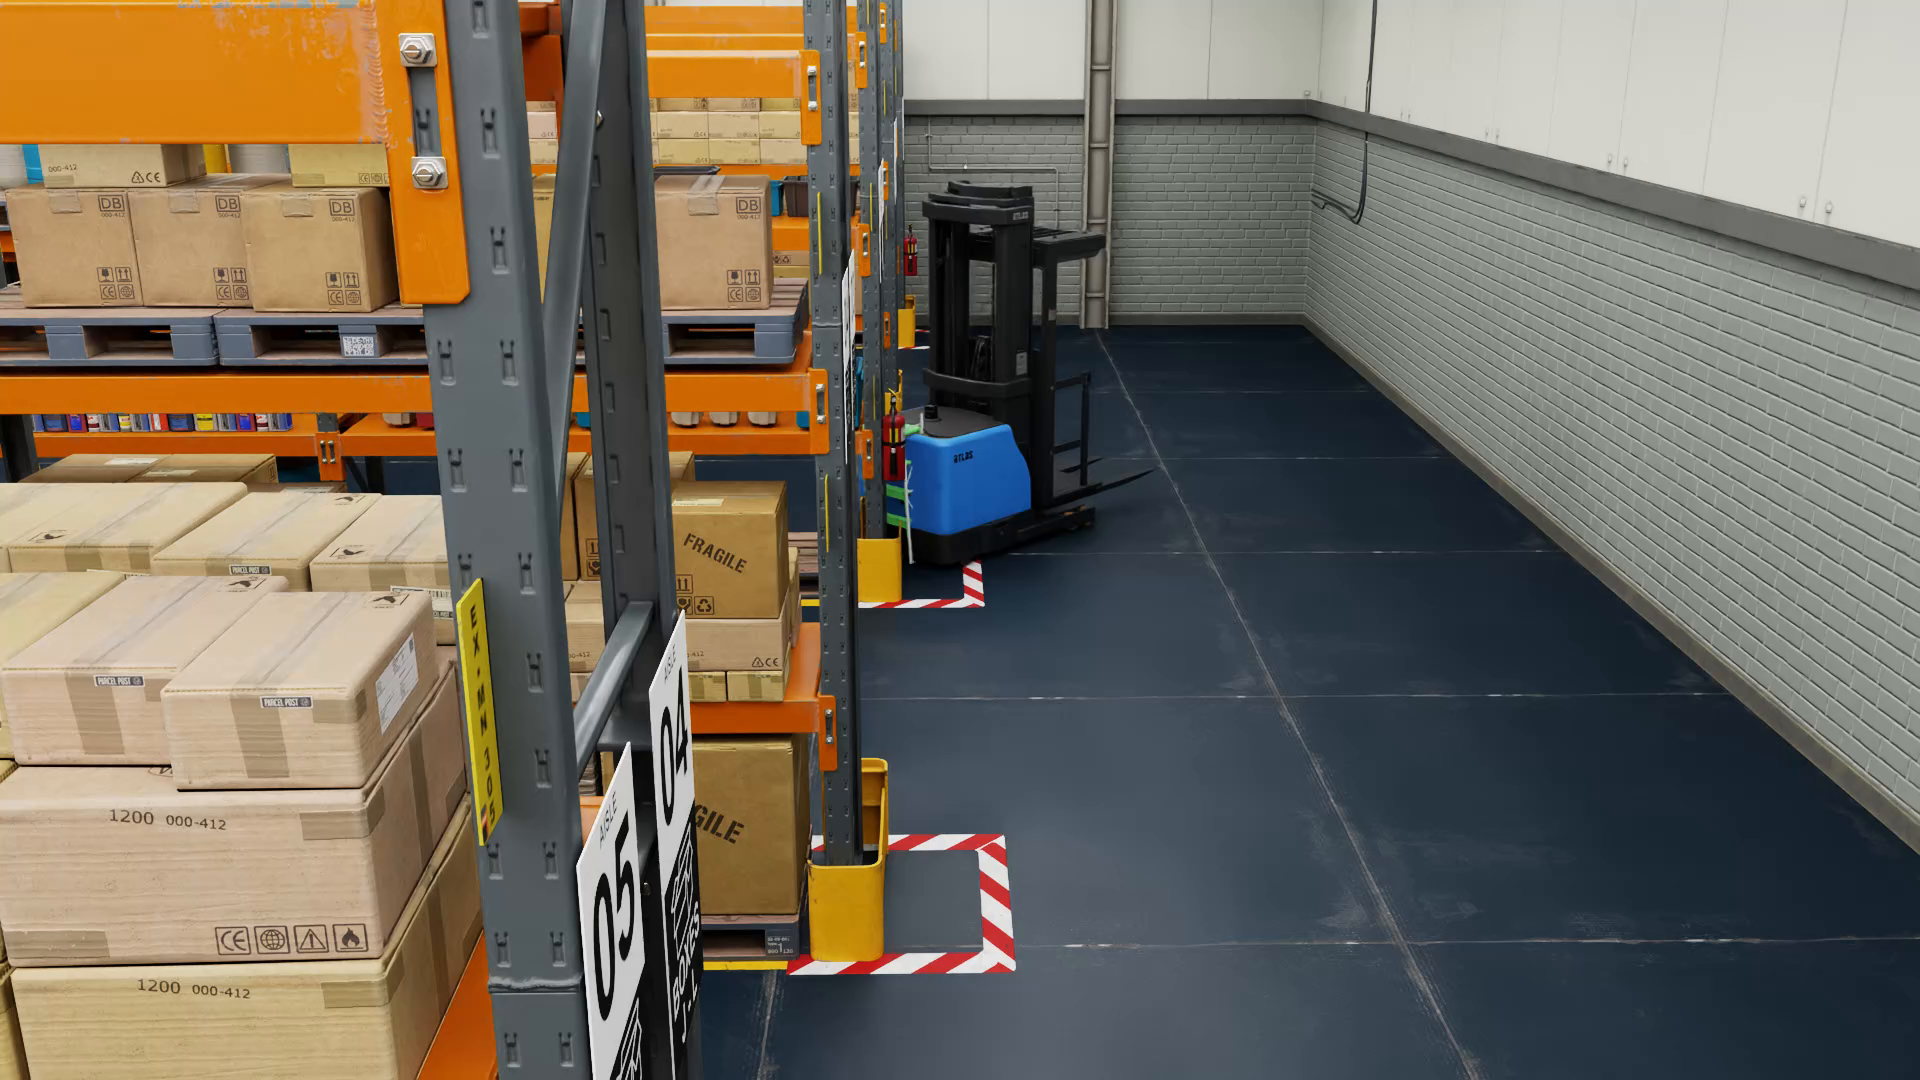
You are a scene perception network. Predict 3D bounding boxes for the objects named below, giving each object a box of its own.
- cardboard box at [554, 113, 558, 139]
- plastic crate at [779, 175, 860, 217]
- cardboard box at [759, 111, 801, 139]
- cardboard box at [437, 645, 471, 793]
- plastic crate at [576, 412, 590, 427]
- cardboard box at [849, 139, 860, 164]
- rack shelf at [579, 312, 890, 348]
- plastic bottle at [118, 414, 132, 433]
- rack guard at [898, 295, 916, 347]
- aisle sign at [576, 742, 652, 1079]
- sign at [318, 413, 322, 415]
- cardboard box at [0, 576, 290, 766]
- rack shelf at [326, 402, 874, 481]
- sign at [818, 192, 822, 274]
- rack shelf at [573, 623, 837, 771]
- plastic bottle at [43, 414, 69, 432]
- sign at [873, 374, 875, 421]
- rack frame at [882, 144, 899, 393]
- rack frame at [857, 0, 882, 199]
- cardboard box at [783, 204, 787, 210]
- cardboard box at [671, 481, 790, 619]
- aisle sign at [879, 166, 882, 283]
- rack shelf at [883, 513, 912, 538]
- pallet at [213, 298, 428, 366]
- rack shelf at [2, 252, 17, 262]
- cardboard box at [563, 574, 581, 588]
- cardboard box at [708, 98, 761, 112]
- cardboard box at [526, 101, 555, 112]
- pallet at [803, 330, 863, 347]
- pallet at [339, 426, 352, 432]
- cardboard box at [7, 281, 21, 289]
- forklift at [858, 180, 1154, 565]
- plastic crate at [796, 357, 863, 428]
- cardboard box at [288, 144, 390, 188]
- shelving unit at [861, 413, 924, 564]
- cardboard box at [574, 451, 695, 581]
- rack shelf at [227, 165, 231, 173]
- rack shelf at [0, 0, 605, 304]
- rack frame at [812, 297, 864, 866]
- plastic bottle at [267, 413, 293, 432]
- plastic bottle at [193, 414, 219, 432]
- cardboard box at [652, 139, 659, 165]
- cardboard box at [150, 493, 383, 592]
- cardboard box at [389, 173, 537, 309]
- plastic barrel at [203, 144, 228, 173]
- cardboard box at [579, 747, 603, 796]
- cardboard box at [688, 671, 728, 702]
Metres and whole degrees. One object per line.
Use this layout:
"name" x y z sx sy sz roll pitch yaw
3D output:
"cardboard box" -3.733 -4.148 16.583 0.500 0.250 0.500 0 18 -1
"plastic crate" -1.038 -2.579 12.480 0.590 0.269 0.497 0 18 -1
"cardboard box" -1.733 -4.155 16.605 0.500 0.250 0.500 0 18 -1
"cardboard box" -1.046 0.226 2.948 0.500 0.250 0.500 0 18 0
"plastic crate" -2.698 -0.990 12.400 0.300 0.233 0.416 0 18 -1
"cardboard box" -1.233 -3.917 16.681 0.500 0.250 0.500 0 18 -1
"rack shelf" -2.723 -2.290 17.455 4.000 0.370 1.077 0 18 -1
"plastic bottle" -6.157 -0.902 12.272 0.097 0.201 0.097 0 18 0
"rack guard" -0.781 -2.965 22.473 0.348 0.500 1.175 0 18 -1
"aisle sign" -0.516 0.752 2.538 0.004 0.787 0.394 0 18 -1
"sign" -4.641 -1.074 12.033 0.005 0.325 0.100 0 18 -1
"cardboard box" -1.169 0.183 2.431 0.250 0.149 0.380 0 18 0
"rack shelf" -2.649 -0.778 12.739 4.000 0.370 1.077 0 18 -1
"sign" -0.576 -1.263 6.845 0.005 0.325 0.100 0 18 -1
"rack shelf" -2.570 0.735 8.023 4.000 0.370 1.077 0 18 -1
"plastic bottle" -6.664 -0.977 12.264 0.185 0.351 0.144 0 18 -1
"sign" -0.624 -1.040 12.110 0.005 0.325 0.100 0 18 -1
"rack frame" -0.723 -2.643 17.375 0.127 3.000 1.000 0 18 -1
"rack frame" -0.649 -3.986 11.742 0.127 3.000 1.000 0 18 -1
"cardboard box" -1.694 -3.240 17.436 0.500 0.500 0.500 0 18 0
"cardboard box" -1.054 0.038 7.549 0.500 0.500 0.500 0 18 0
"aisle sign" -0.572 -2.279 11.984 0.004 0.787 0.394 0 18 -1
"rack shelf" -0.506 -0.167 13.533 0.480 0.148 0.258 16 27 43
"pallet" -2.535 -0.990 7.456 1.213 0.211 1.003 0 18 -1
"rack shelf" -10.804 -3.765 22.051 4.000 0.370 1.077 0 18 -1
"cardboard box" -2.077 0.238 8.152 0.500 0.250 0.500 -1 18 -3
"cardboard box" -2.236 -4.576 16.689 0.500 0.500 0.700 0 18 -1
"cardboard box" -4.237 -4.589 16.732 0.500 0.500 0.700 0 18 -1
"pallet" -1.603 -2.800 22.431 1.213 0.211 1.003 0 18 -1
"pallet" -6.758 -1.273 17.671 1.213 0.211 1.003 0 18 -1
"cardboard box" -9.620 -2.616 17.439 0.500 0.311 0.500 0 18 -2
"forklift" 0.523 -1.568 14.138 1.130 2.935 3.031 16 24 40
"plastic crate" -0.981 -1.117 12.461 0.499 0.435 0.616 0 18 -1
"cardboard box" -2.591 -1.691 7.255 0.500 0.250 0.500 -1 18 -3
"shelving unit" -0.523 -0.453 13.431 0.503 1.200 0.258 16 27 43
"cardboard box" -1.555 -0.122 8.048 0.500 0.500 0.500 -1 18 -2
"rack shelf" -6.722 -3.699 16.936 4.000 0.370 1.077 0 18 -1
"rack shelf" -2.593 -0.605 2.383 4.000 0.370 1.077 0 18 -1
"rack frame" -0.571 0.383 7.943 0.127 3.000 1.000 0 18 -1
"plastic bottle" -5.037 -0.951 12.304 0.135 0.276 0.152 0 18 -1
"plastic bottle" -5.562 -0.983 12.281 0.185 0.351 0.144 0 18 -1
"cardboard box" -3.233 -3.910 16.661 0.500 0.250 0.500 0 18 -1
"cardboard box" -1.176 0.041 2.872 0.250 0.149 0.380 0 18 1
"cardboard box" -2.170 -1.339 7.384 0.500 0.500 0.700 -1 18 -5
"plastic barrel" -5.558 -2.762 11.841 0.600 0.588 0.600 0 18 0
"cardboard box" -2.119 1.227 8.104 0.875 0.875 0.875 0 18 -1
"cardboard box" -1.181 0.607 7.657 0.250 0.149 0.380 0 18 0
